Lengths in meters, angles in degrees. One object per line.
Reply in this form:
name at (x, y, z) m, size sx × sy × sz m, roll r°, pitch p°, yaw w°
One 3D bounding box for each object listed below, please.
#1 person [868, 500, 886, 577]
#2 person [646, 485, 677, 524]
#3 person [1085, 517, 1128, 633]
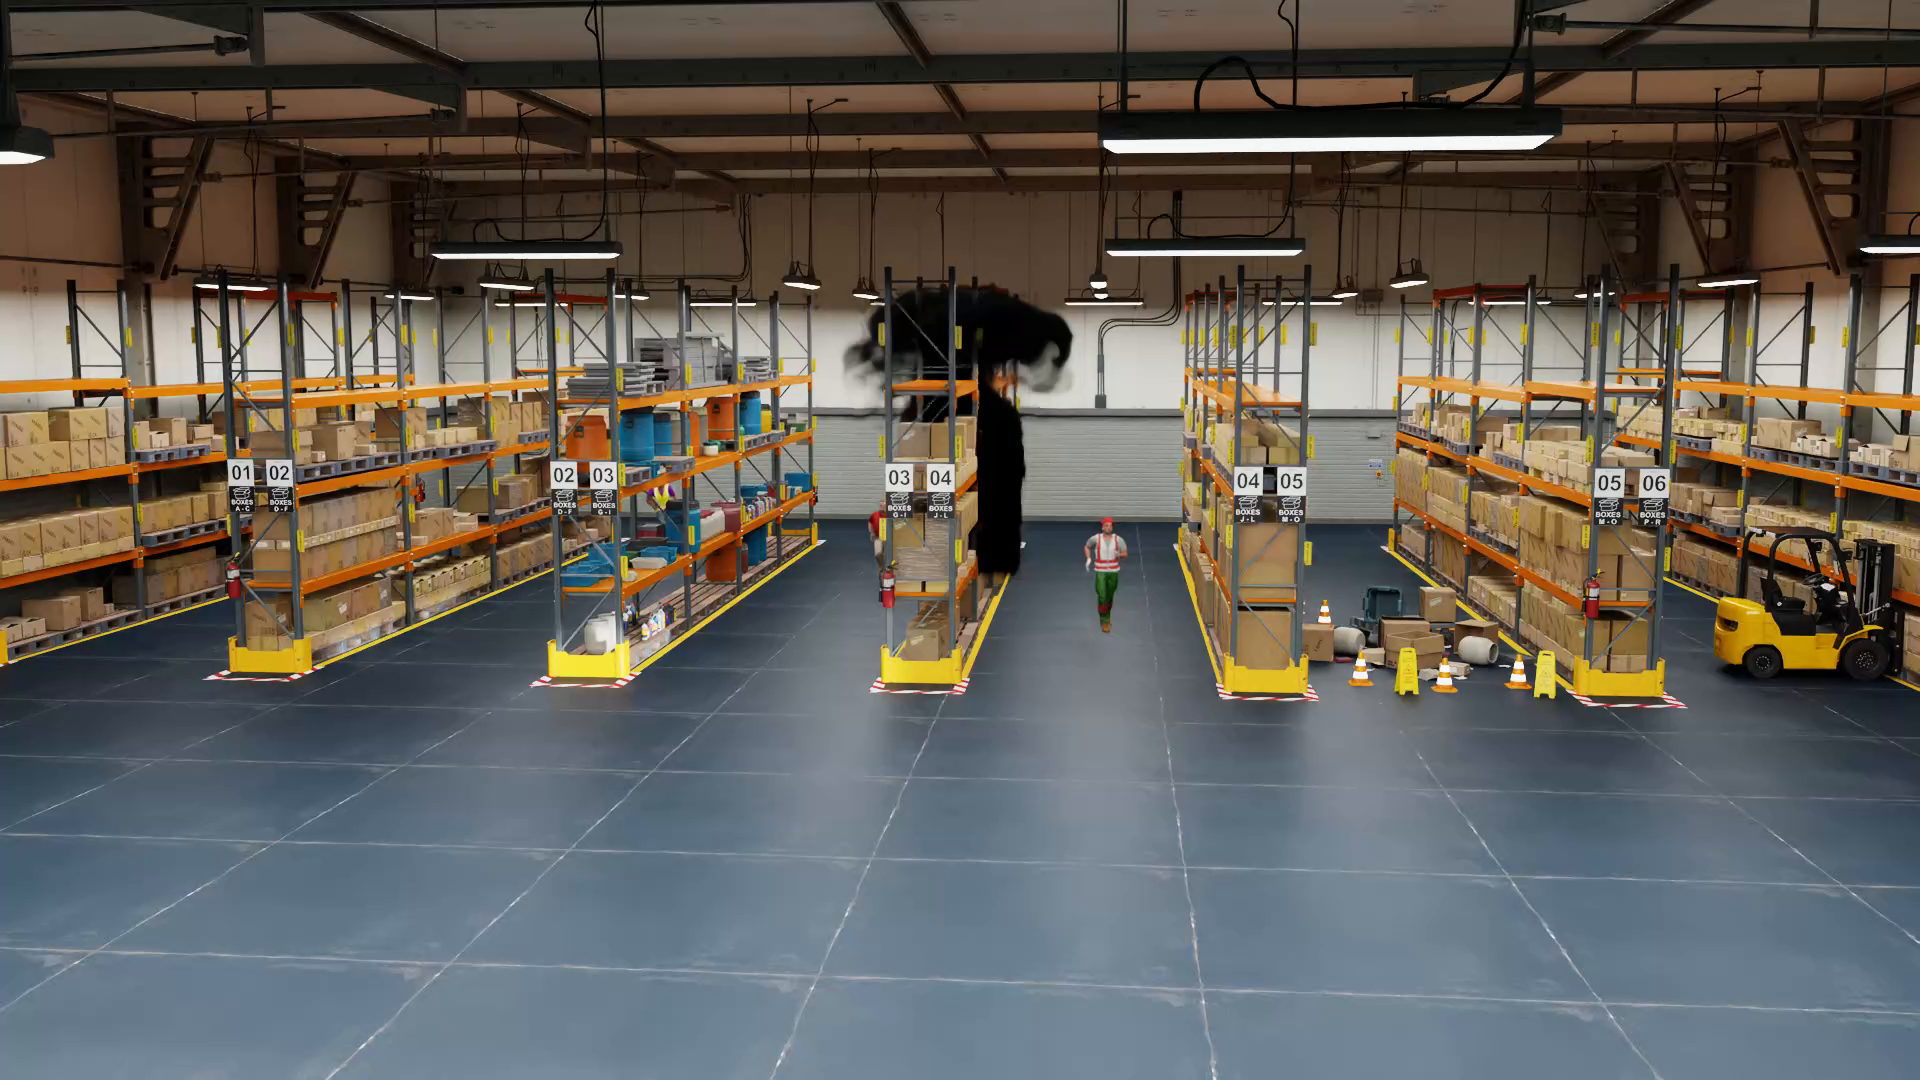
person at (-1.535, 0.000, 33.419) m, size 0.666 × 1.621 × 0.866 m, roll 1°, pitch 7°, yaw 5°
person at (-7.236, -0.742, 40.403) m, size 0.727 × 1.702 × 0.636 m, roll -3°, pitch 7°, yaw -21°
person at (2.372, 0.536, 26.862) m, size 0.659 × 1.820 × 0.858 m, roll -1°, pitch 7°, yaw -7°
